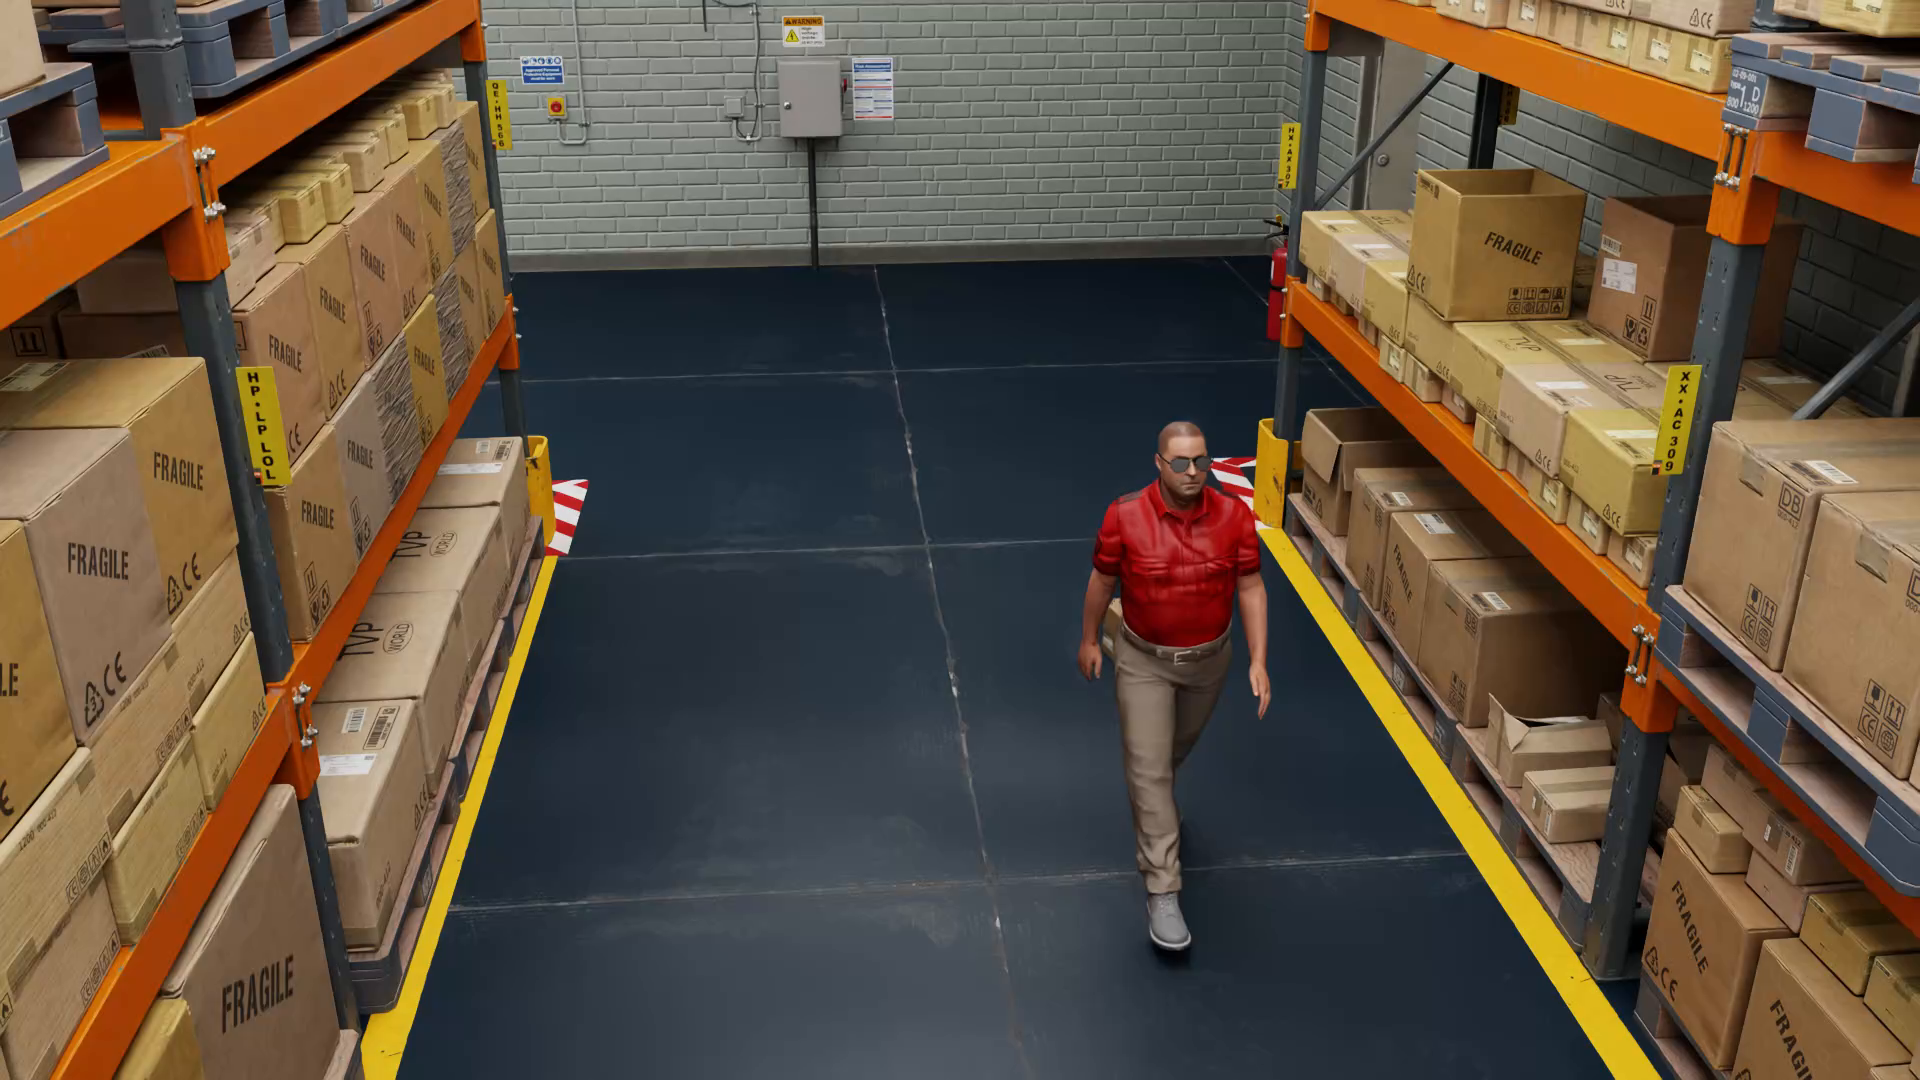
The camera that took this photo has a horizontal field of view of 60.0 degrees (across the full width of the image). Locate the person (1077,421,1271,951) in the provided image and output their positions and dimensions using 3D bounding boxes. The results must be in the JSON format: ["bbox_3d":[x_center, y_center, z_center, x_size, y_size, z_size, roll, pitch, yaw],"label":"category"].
[{"bbox_3d":[0.743,0.413,5.642,0.578,1.662,1.053,-4,24,-9],"label":"person"}]
